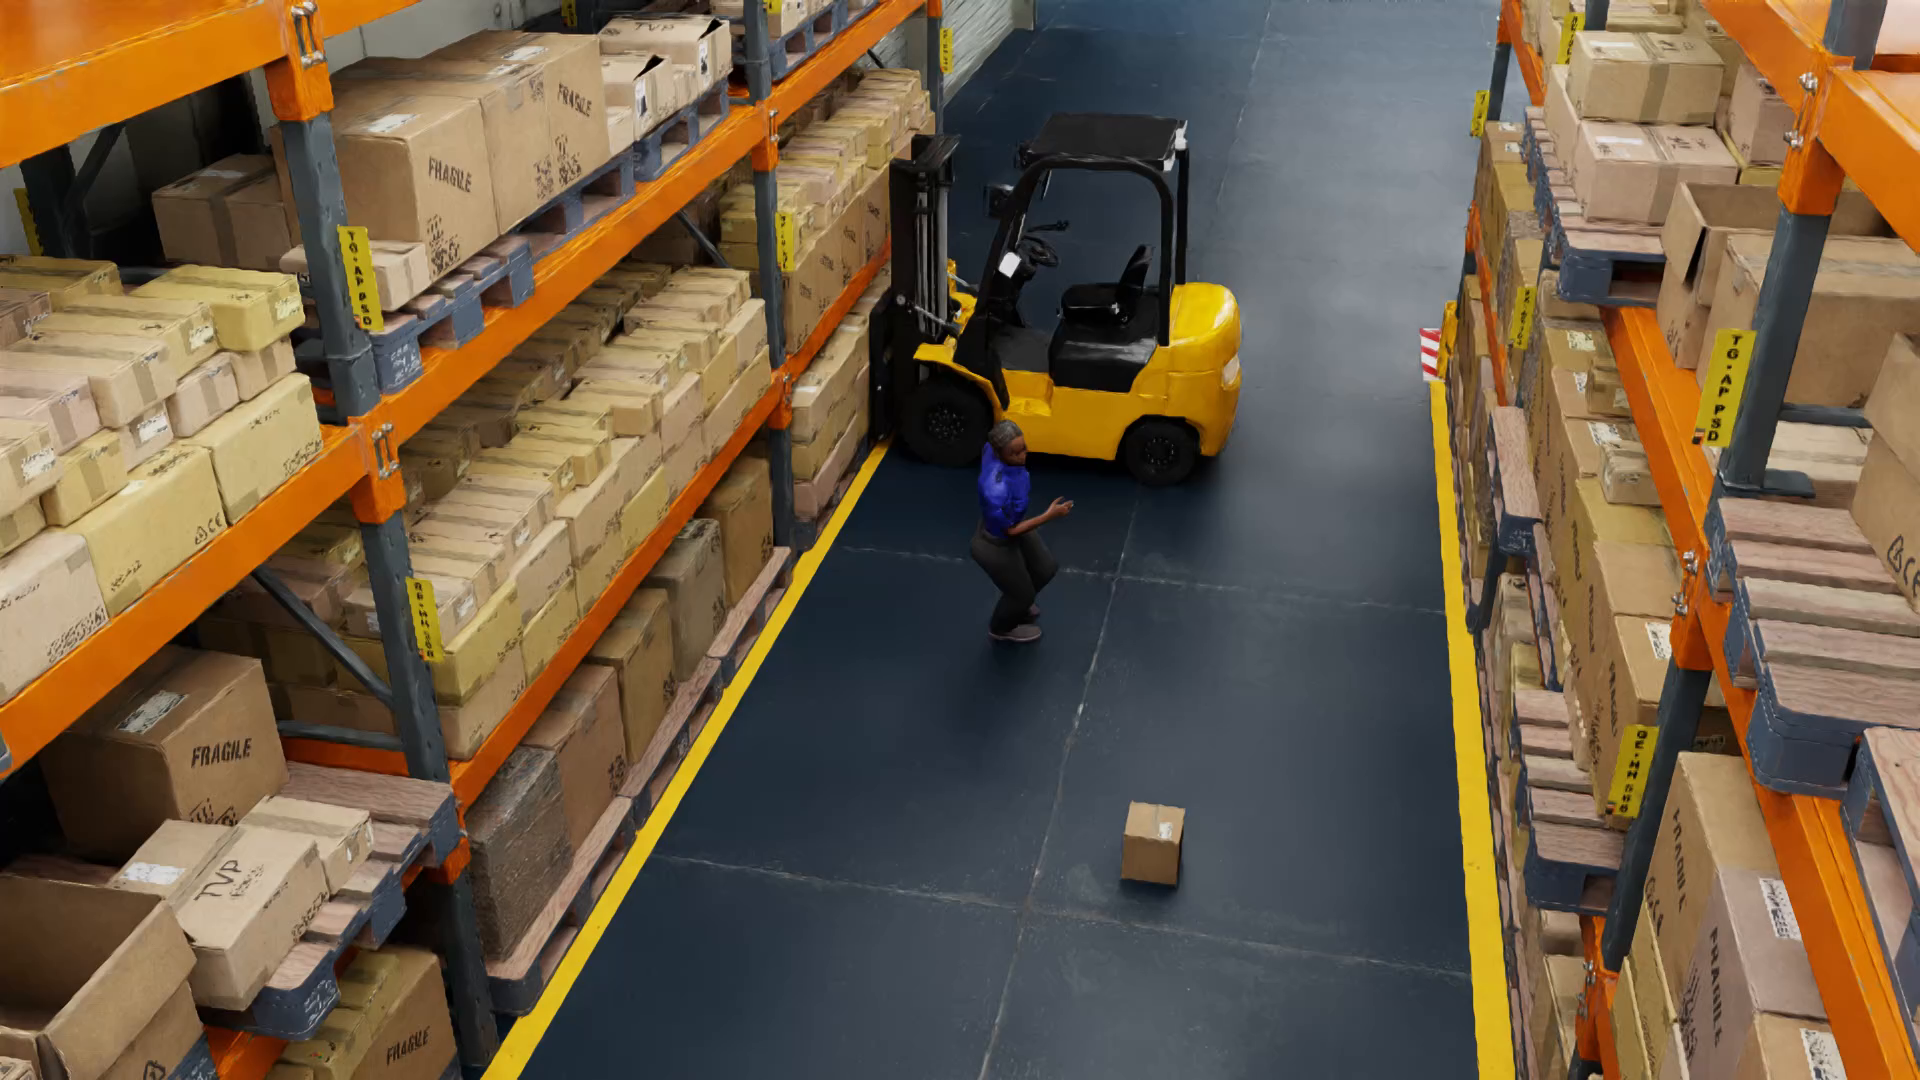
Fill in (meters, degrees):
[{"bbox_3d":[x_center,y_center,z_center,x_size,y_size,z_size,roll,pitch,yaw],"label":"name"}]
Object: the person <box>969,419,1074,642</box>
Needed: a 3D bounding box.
[{"bbox_3d":[0.339,-0.047,8.812,0.527,1.538,0.857,5,29,9],"label":"person"}]
